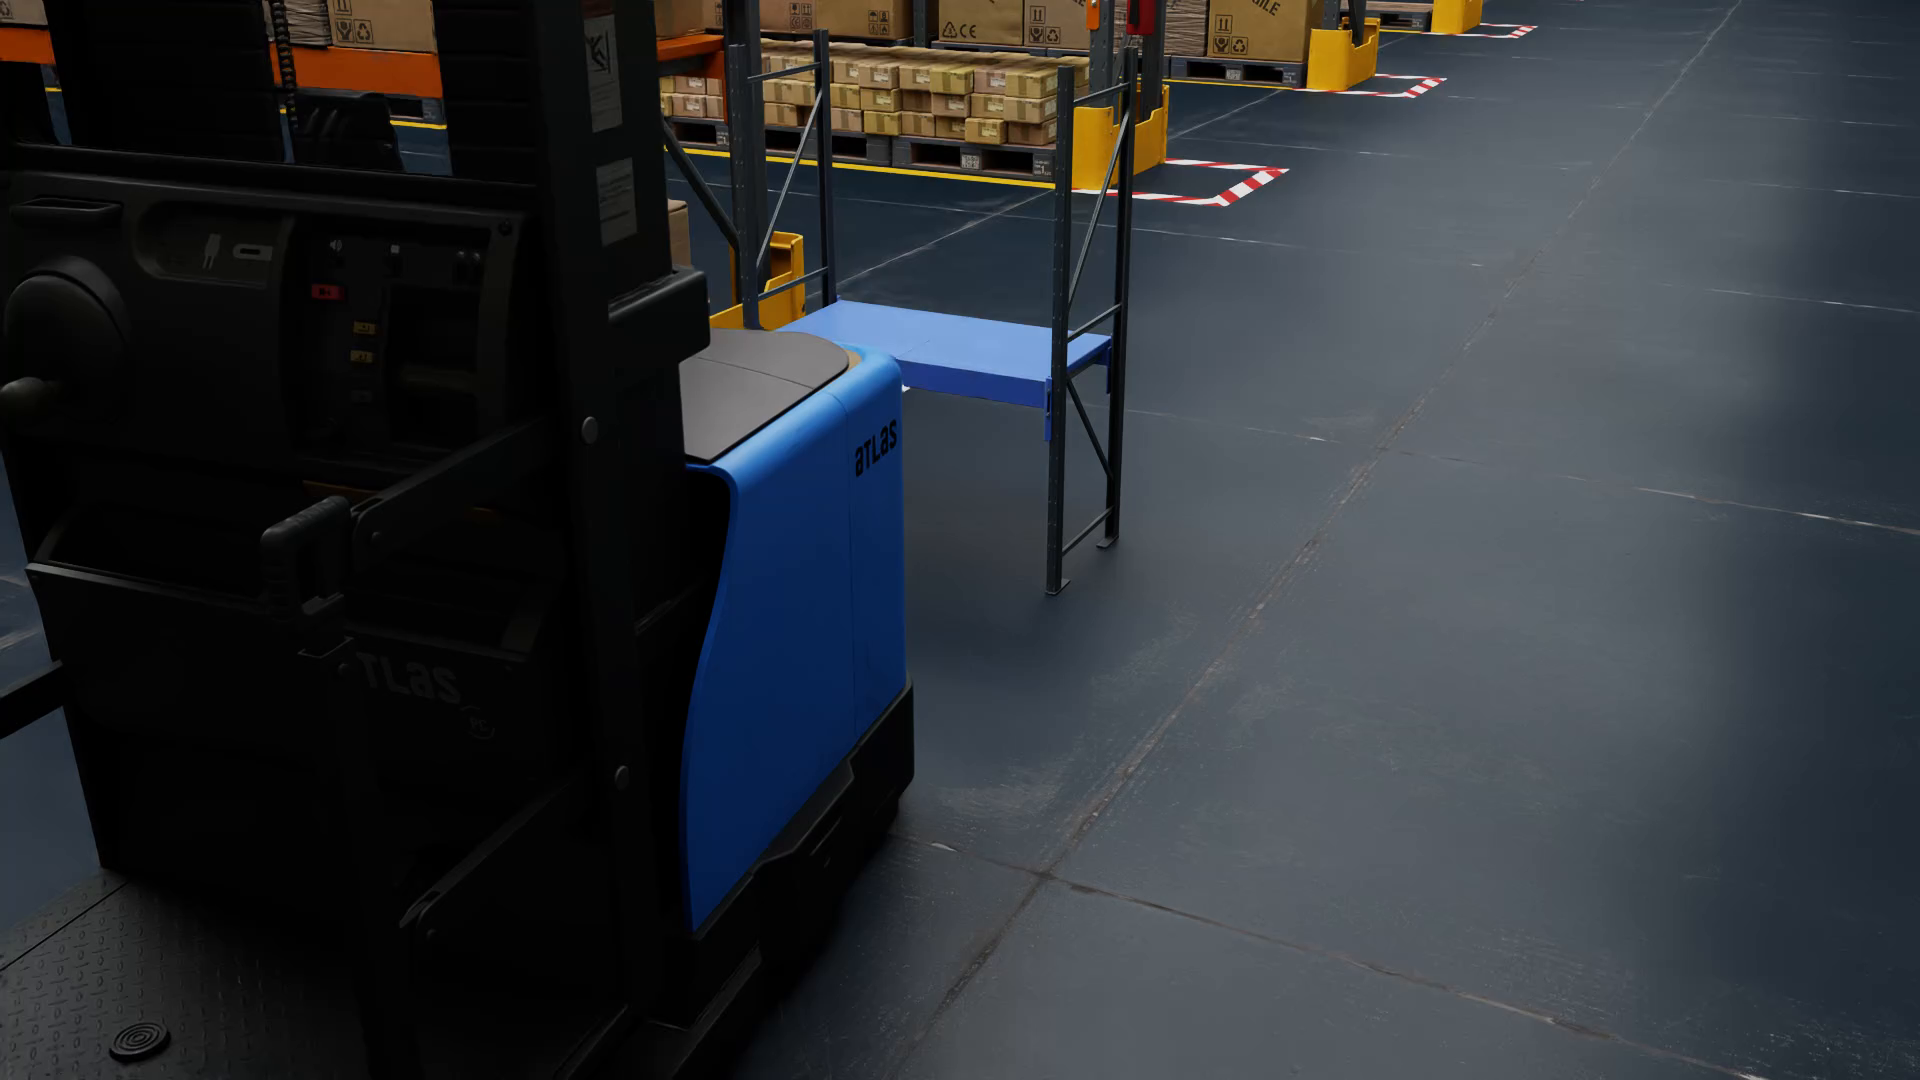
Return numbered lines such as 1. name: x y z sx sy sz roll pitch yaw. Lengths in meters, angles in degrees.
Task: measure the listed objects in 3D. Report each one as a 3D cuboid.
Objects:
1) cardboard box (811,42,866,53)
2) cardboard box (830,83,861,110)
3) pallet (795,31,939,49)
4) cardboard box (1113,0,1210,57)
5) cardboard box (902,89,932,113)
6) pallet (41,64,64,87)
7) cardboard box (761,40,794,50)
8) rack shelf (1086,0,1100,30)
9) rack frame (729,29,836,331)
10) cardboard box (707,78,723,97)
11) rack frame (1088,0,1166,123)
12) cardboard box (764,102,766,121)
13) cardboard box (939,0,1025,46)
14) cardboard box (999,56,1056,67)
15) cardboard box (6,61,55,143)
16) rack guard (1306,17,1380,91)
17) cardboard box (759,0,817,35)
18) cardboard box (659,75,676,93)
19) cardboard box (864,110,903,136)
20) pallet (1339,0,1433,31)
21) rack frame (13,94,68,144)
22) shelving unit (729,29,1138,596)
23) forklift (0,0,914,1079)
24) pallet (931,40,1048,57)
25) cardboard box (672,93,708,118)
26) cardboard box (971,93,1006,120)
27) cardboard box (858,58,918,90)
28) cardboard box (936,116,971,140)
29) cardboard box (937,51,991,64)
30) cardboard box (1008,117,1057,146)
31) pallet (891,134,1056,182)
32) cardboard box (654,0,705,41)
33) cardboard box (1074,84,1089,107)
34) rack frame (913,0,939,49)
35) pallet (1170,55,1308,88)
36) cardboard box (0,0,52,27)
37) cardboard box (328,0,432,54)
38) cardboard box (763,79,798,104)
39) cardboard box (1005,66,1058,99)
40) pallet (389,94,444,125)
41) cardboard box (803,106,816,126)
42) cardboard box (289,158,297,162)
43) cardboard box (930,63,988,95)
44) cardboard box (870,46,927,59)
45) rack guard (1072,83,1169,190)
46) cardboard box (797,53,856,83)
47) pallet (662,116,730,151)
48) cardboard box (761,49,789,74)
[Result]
1. cardboard box: -0.868 -3.460 11.899 0.250 0.149 0.380 10 25 23
2. cardboard box: -0.683 -3.017 11.237 0.250 0.149 0.380 13 26 27
3. pallet: -0.894 -5.023 16.790 1.213 0.211 1.003 11 25 25
4. cardboard box: 1.979 -4.951 15.237 0.875 0.875 0.875 11 25 25
5. cardboard box: -0.188 -2.961 11.107 0.250 0.149 0.380 11 25 24
6. pallet: -7.824 -4.286 15.058 1.213 0.211 1.003 11 25 25
7. cardboard box: -1.397 -3.519 12.037 0.250 0.149 0.380 12 26 26
8. rack shelf: -0.715 -3.797 11.265 4.000 0.370 1.077 11 25 25
9. rack frame: -0.530 -0.795 5.203 0.032 1.500 0.500 11 25 25
10. cardboard box: -1.581 -3.231 11.742 0.250 0.149 0.380 10 25 22
11. rack frame: 1.070 -3.775 10.294 0.127 3.000 1.000 11 25 25
12. cardboard box: -1.332 -3.051 11.697 0.250 0.149 0.380 10 25 22
13. cardboard box: 0.381 -5.267 15.980 0.875 0.875 0.875 11 25 25
14. cardboard box: 0.455 -3.148 11.166 0.250 0.149 0.380 12 26 25
15. cardboard box: -5.233 -2.032 8.373 0.875 0.875 0.875 12 26 26
16. rack guard: 3.419 -4.335 14.805 0.348 0.500 1.175 11 25 25
17. cardboard box: -1.550 -5.675 16.939 0.875 0.875 1.225 10 25 23
18. cardboard box: -2.054 -3.310 11.928 0.250 0.149 0.380 11 26 25
19. cardboard box: -0.448 -2.825 11.167 0.250 0.149 0.380 10 25 22
20. pallet: 4.914 -6.095 19.313 1.213 0.211 1.003 11 25 25
21. rack frame: -4.643 -2.735 7.848 0.127 3.000 1.000 11 25 25
22. shelving unit: -0.076 -0.705 4.992 1.048 1.500 0.538 11 25 25
23. forklift: -1.096 -0.289 2.184 1.130 2.935 3.031 8 24 19
24. pallet: 0.472 -4.751 16.152 1.213 0.211 1.003 11 25 25
25. cardboard box: -1.837 -3.113 11.844 0.250 0.149 0.380 11 25 24
26. cardboard box: 0.261 -2.852 10.849 0.250 0.149 0.380 11 25 23
27. cardboard box: -0.471 -3.097 11.045 0.250 0.149 0.380 12 26 26
28. cardboard box: 0.034 -2.763 11.021 0.250 0.149 0.380 11 25 24
29. cardboard box: 0.030 -3.252 11.410 0.250 0.149 0.380 10 25 22
30. cardboard box: 0.506 -2.677 10.817 0.250 0.149 0.380 12 26 25
31. pallet: 0.293 -2.661 11.238 1.213 0.211 1.003 11 25 25
32. cardboard box: -1.372 -2.259 6.602 0.500 0.500 0.500 11 25 24
33. cardboard box: 0.718 -2.975 11.140 0.250 0.149 0.380 12 26 27
34. rack frame: -0.172 -6.196 15.986 0.127 3.000 1.000 11 25 25
35. pallet: 2.649 -4.320 15.139 1.213 0.211 1.003 11 25 25
36. cardboard box: -3.895 -2.516 7.206 0.500 0.500 0.500 11 26 25
37. cardboard box: -2.064 -2.161 6.371 0.500 0.500 0.500 11 25 23
38. cardboard box: -1.150 -3.108 11.451 0.250 0.149 0.380 11 25 24
39. cardboard box: 0.483 -2.935 10.665 0.250 0.149 0.380 12 26 25
40. pallet: -4.288 -3.550 13.328 1.213 0.211 1.003 11 25 25
41. cardboard box: -0.875 -2.952 11.464 0.250 0.149 0.380 12 26 26
42. cardboard box: -3.332 -1.443 7.547 0.875 0.438 0.875 10 25 23
43. cardboard box: -0.004 -3.001 10.820 0.250 0.149 0.380 11 25 23
44. cardboard box: -0.428 -3.367 11.680 0.250 0.149 0.380 12 26 25
45. rack guard: 1.002 -2.638 10.815 0.348 0.500 1.175 11 25 25
46. cardboard box: -0.903 -3.218 11.331 0.250 0.149 0.380 11 26 25
47. pallet: -1.885 -3.092 12.251 1.213 0.211 1.003 11 25 25
48. cardboard box: -1.386 -3.295 11.511 0.250 0.149 0.380 12 26 26
